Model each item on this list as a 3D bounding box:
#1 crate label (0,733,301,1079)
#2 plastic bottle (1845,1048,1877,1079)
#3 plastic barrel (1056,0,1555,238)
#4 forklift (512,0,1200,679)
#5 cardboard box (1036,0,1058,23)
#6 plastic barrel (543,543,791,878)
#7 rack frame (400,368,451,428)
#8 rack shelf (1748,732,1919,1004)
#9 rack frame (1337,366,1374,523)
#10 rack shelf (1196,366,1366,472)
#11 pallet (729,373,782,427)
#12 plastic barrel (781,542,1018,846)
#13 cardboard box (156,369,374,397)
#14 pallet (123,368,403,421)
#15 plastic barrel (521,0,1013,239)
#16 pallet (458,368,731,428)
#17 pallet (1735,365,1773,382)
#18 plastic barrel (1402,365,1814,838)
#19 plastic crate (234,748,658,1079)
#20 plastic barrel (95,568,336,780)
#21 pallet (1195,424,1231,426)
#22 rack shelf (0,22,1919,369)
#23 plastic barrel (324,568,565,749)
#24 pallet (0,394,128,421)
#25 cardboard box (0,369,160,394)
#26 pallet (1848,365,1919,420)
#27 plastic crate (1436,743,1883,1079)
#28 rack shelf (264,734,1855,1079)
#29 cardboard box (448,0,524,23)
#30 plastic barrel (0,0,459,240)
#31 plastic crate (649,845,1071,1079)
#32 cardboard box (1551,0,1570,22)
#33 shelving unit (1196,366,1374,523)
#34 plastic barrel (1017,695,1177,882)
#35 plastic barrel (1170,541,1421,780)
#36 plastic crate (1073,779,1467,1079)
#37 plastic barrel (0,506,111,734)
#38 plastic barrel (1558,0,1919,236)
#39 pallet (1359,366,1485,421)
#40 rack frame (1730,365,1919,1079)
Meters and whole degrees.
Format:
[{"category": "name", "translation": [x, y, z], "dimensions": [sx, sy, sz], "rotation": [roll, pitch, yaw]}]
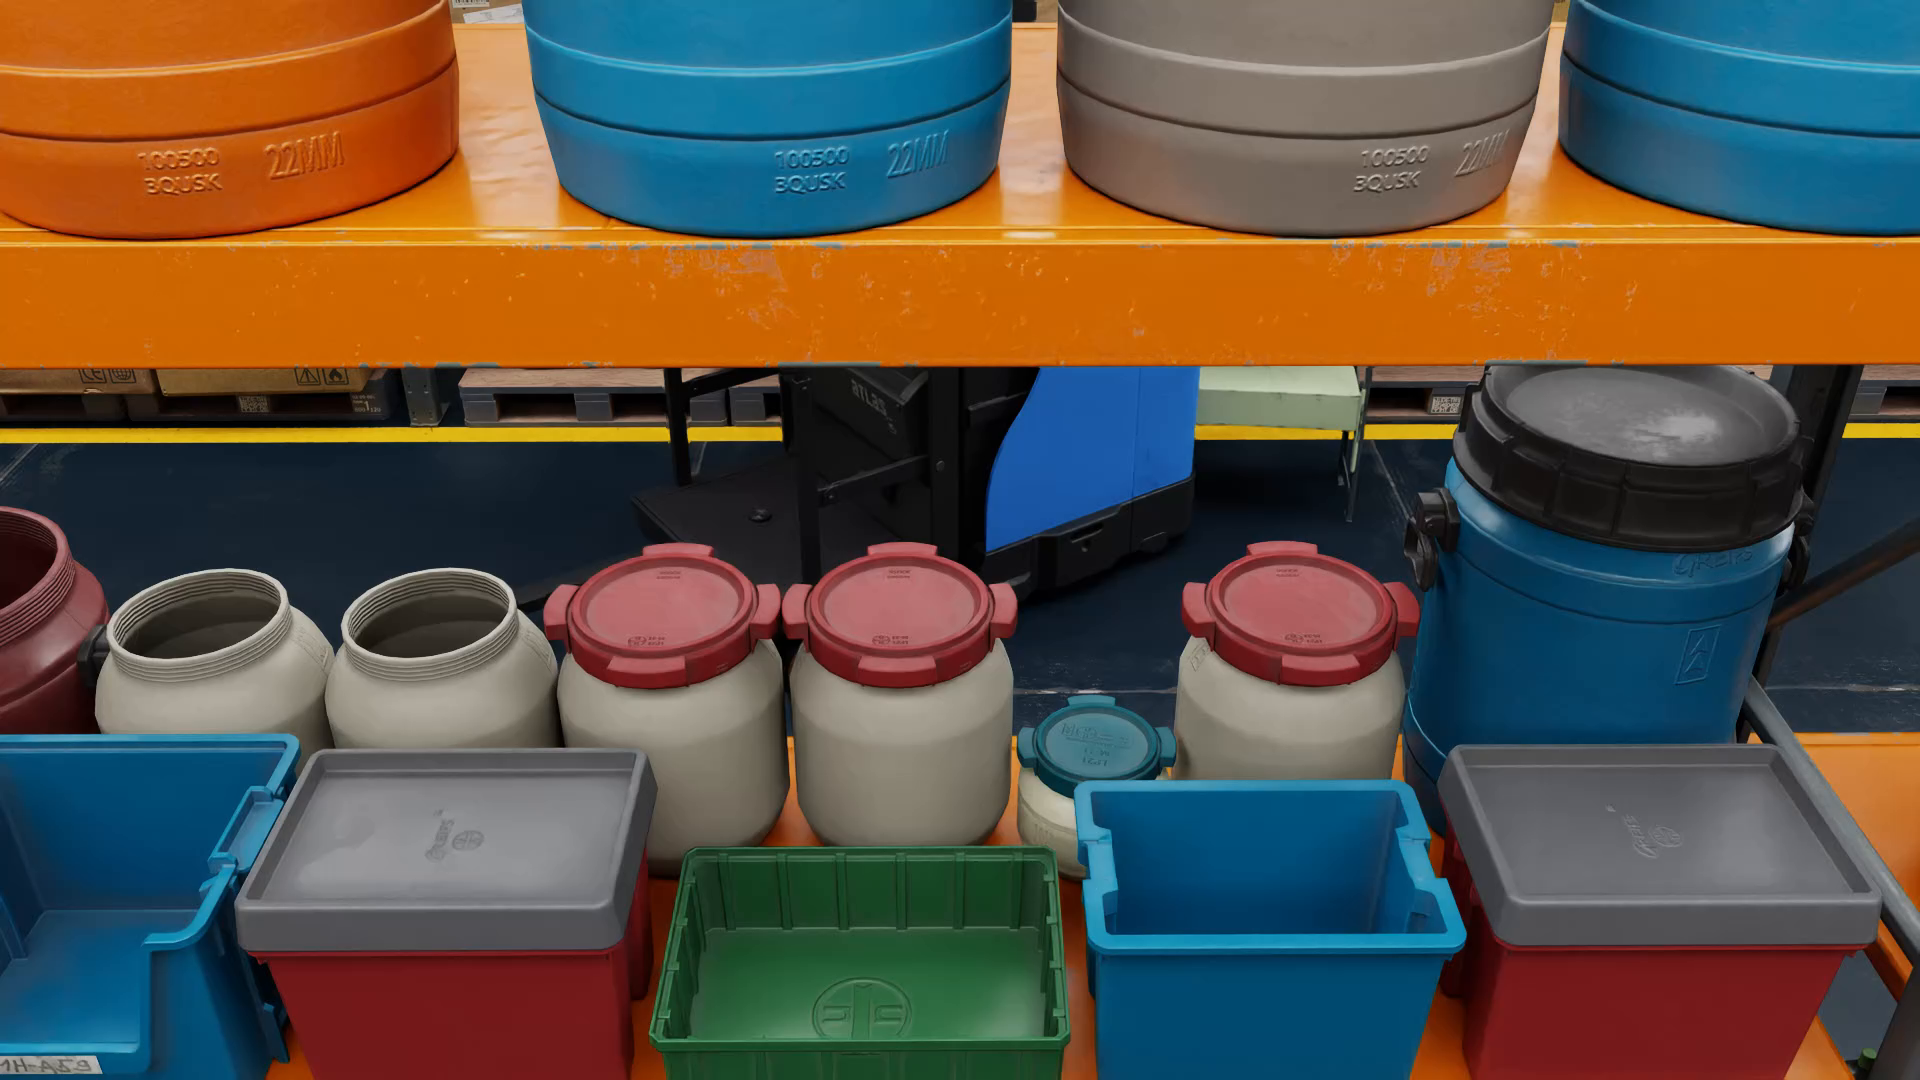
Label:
[{"category": "crate label", "translation": [-1.423, 0.637, 2.775], "dimensions": [0.616, 0.435, 0.502], "rotation": [0, 31, 0]}, {"category": "plastic bottle", "translation": [2.061, 1.303, 3.905], "dimensions": [0.133, 0.283, 0.061], "rotation": [1, 31, 2]}, {"category": "plastic barrel", "translation": [0.420, -0.878, 1.931], "dimensions": [0.600, 0.901, 0.600], "rotation": [0, 31, 0]}, {"category": "forklift", "translation": [-0.568, -1.027, 5.616], "dimensions": [3.031, 2.935, 1.130], "rotation": [-20, 36, -29]}, {"category": "cardboard box", "translation": [0.756, -2.573, 7.116], "dimensions": [1.000, 1.000, 1.000], "rotation": [0, 31, 0]}, {"category": "plastic barrel", "translation": [-0.543, 0.337, 3.172], "dimensions": [0.433, 0.535, 0.433], "rotation": [0, 31, 0]}, {"category": "rack frame", "translation": [-2.448, -2.054, 7.244], "dimensions": [0.127, 3.000, 1.000], "rotation": [0, 31, 0]}, {"category": "rack shelf", "translation": [3.582, 0.804, 3.227], "dimensions": [4.000, 0.370, 1.077], "rotation": [0, 31, 0]}, {"category": "rack frame", "translation": [1.625, -0.816, 6.650], "dimensions": [0.023, 1.500, 0.400], "rotation": [3, 31, 5]}, {"category": "rack shelf", "translation": [1.261, -0.556, 6.849], "dimensions": [0.720, 0.370, 0.431], "rotation": [3, 31, 5]}, {"category": "pallet", "translation": [-0.450, -0.866, 7.974], "dimensions": [1.213, 0.211, 1.003], "rotation": [0, 31, 0]}, {"category": "plastic barrel", "translation": [-0.110, 0.336, 3.174], "dimensions": [0.433, 0.535, 0.433], "rotation": [0, 31, 0]}, {"category": "cardboard box", "translation": [-3.138, -1.334, 7.701], "dimensions": [0.875, 0.875, 1.225], "rotation": [-2, 31, -3]}, {"category": "pallet", "translation": [-3.237, -0.899, 8.028], "dimensions": [1.213, 0.211, 1.003], "rotation": [0, 31, 0]}, {"category": "plastic barrel", "translation": [-0.234, -0.876, 1.927], "dimensions": [0.708, 0.901, 0.600], "rotation": [0, 31, 0]}, {"category": "pallet", "translation": [-1.667, -0.864, 7.970], "dimensions": [1.213, 0.211, 1.003], "rotation": [0, 31, 0]}, {"category": "pallet", "translation": [3.446, -0.900, 8.031], "dimensions": [1.213, 0.211, 1.003], "rotation": [0, 31, 0]}, {"category": "plastic barrel", "translation": [1.193, 0.132, 3.157], "dimensions": [0.708, 0.901, 0.600], "rotation": [0, 31, 0]}, {"category": "plastic crate", "translation": [-0.801, 0.641, 2.740], "dimensions": [0.583, 0.464, 0.402], "rotation": [0, 31, 0]}, {"category": "plastic barrel", "translation": [-1.391, 0.353, 3.169], "dimensions": [0.421, 0.512, 0.421], "rotation": [0, 31, 0]}, {"category": "pallet", "translation": [0.773, -0.872, 7.983], "dimensions": [1.213, 0.211, 1.003], "rotation": [0, 31, 0]}, {"category": "rack shelf", "translation": [-0.418, -0.466, 2.429], "dimensions": [4.000, 0.370, 1.077], "rotation": [0, 31, 0]}, {"category": "plastic barrel", "translation": [-0.970, 0.352, 3.171], "dimensions": [0.421, 0.512, 0.421], "rotation": [0, 31, 0]}, {"category": "pallet", "translation": [-4.454, -0.896, 8.024], "dimensions": [1.213, 0.211, 1.003], "rotation": [0, 31, 0]}, {"category": "cardboard box", "translation": [-4.030, -1.335, 7.703], "dimensions": [0.875, 0.875, 1.225], "rotation": [0, 31, 0]}, {"category": "pallet", "translation": [4.663, -0.903, 8.034], "dimensions": [1.213, 0.211, 1.003], "rotation": [0, 31, 0]}, {"category": "plastic crate", "translation": [1.099, 0.635, 2.750], "dimensions": [0.583, 0.464, 0.402], "rotation": [0, 31, 0]}, {"category": "rack shelf", "translation": [-0.418, 0.816, 3.207], "dimensions": [4.000, 0.370, 1.077], "rotation": [0, 31, 0]}, {"category": "cardboard box", "translation": [-1.908, -2.299, 7.146], "dimensions": [0.500, 0.500, 0.500], "rotation": [-4, 31, -6]}, {"category": "plastic barrel", "translation": [-0.942, -0.843, 1.942], "dimensions": [0.708, 0.830, 0.600], "rotation": [0, 31, 0]}, {"category": "plastic crate", "translation": [-0.158, 0.745, 2.835], "dimensions": [0.662, 0.188, 0.450], "rotation": [0, 31, 0]}, {"category": "cardboard box", "translation": [2.502, -2.189, 7.084], "dimensions": [0.500, 0.500, 0.875], "rotation": [0, 31, 0]}, {"category": "shelving unit", "translation": [1.261, -0.835, 6.680], "dimensions": [0.755, 1.500, 0.431], "rotation": [3, 31, 5]}, {"category": "plastic barrel", "translation": [0.257, 0.486, 3.191], "dimensions": [0.301, 0.262, 0.301], "rotation": [0, 31, 0]}, {"category": "plastic barrel", "translation": [0.624, 0.333, 3.178], "dimensions": [0.433, 0.535, 0.433], "rotation": [0, 31, 0]}, {"category": "plastic crate", "translation": [0.480, 0.674, 2.763], "dimensions": [0.575, 0.384, 0.392], "rotation": [0, 31, 0]}, {"category": "plastic barrel", "translation": [-1.956, 0.298, 3.236], "dimensions": [0.708, 0.536, 0.600], "rotation": [0, 31, 0]}, {"category": "plastic barrel", "translation": [1.074, -0.880, 1.934], "dimensions": [0.708, 0.901, 0.600], "rotation": [0, 31, 0]}, {"category": "pallet", "translation": [2.223, -0.895, 8.022], "dimensions": [1.213, 0.211, 1.003], "rotation": [0, 31, 0]}, {"category": "rack frame", "translation": [1.582, 0.501, 3.033], "dimensions": [0.053, 2.616, 0.949], "rotation": [0, 31, 0]}]
